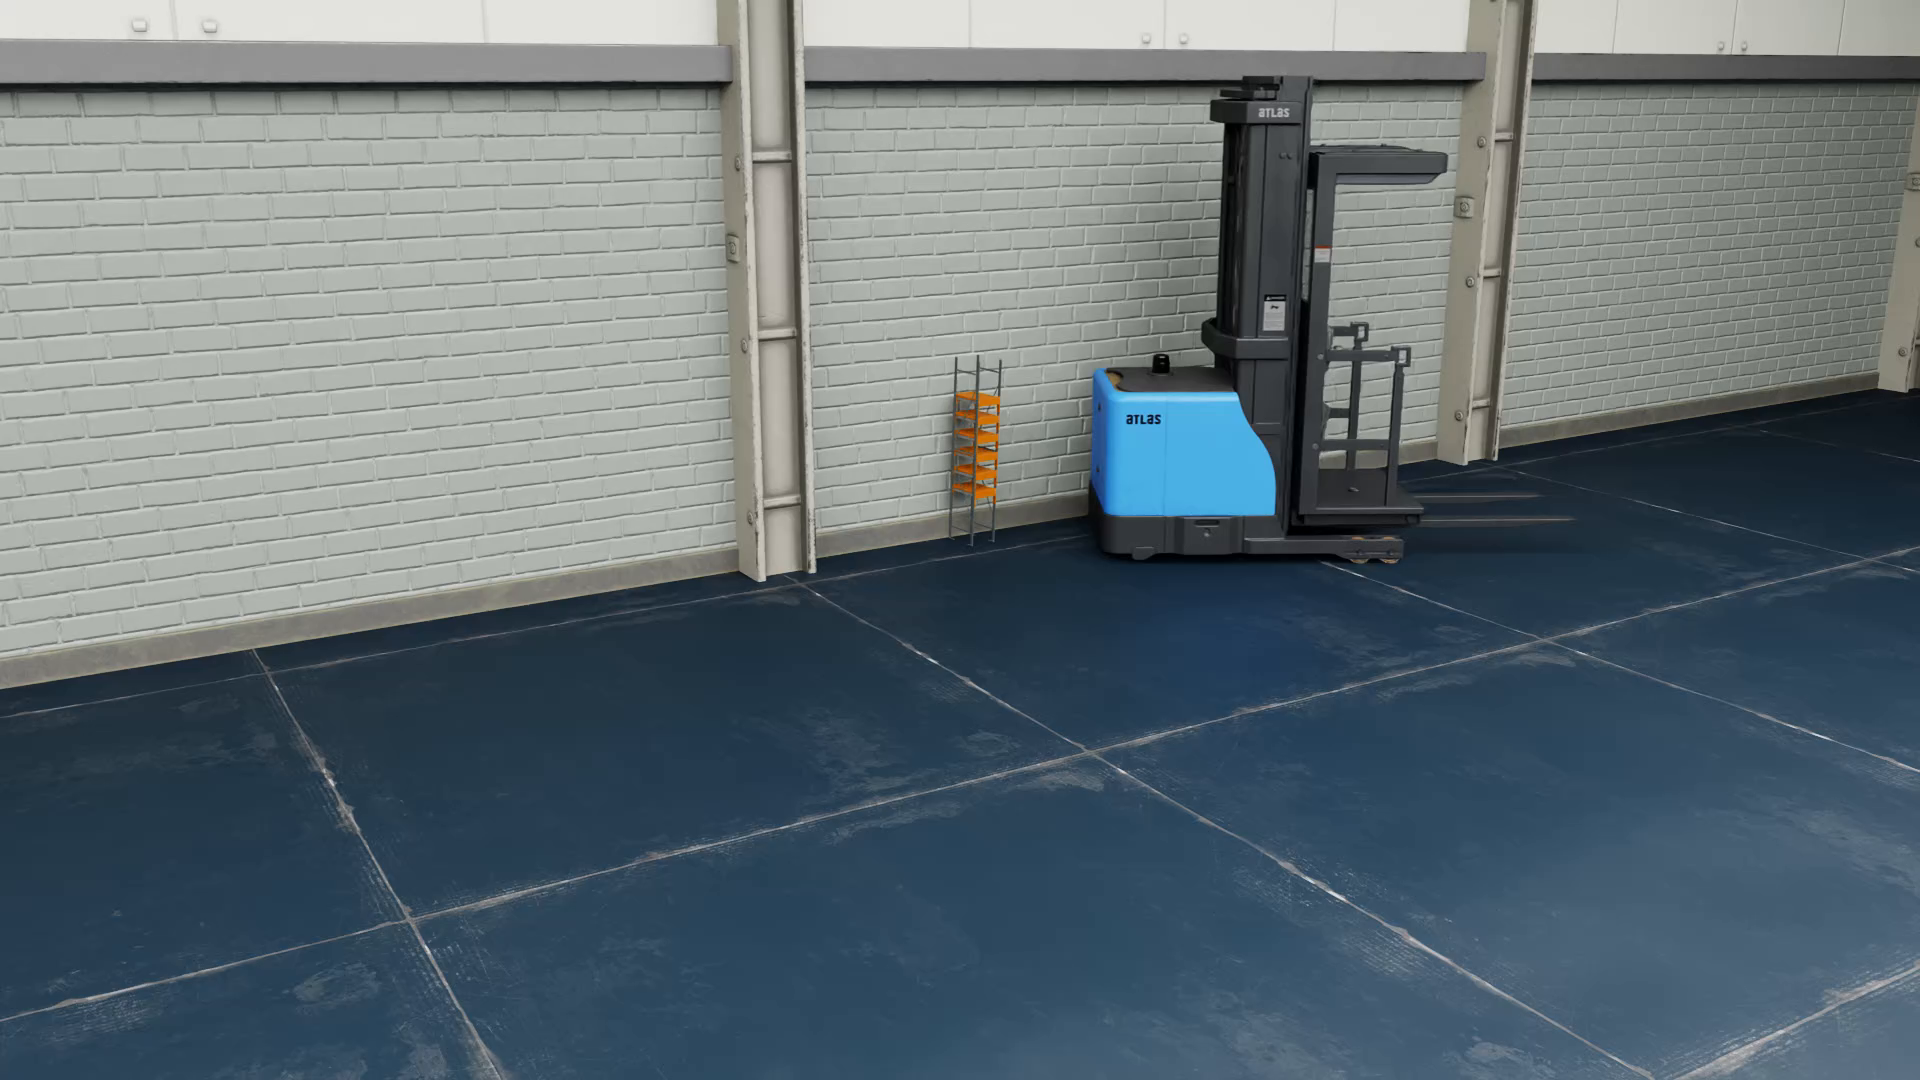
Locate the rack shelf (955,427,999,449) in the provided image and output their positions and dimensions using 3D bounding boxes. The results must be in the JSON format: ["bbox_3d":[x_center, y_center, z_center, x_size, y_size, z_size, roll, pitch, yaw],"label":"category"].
[{"bbox_3d":[0.098,-0.649,10.702,0.180,0.103,0.258,-11,20,-39],"label":"rack shelf"}]

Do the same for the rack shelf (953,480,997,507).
[{"bbox_3d":[0.085,-0.302,10.798,0.180,0.103,0.258,-11,20,-39],"label":"rack shelf"}]

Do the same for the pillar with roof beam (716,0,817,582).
[{"bbox_3d":[1.091,-3.148,5.467,0.400,9.000,9.100,-9,18,-30],"label":"pillar with roof beam"}]

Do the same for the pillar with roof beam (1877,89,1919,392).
[{"bbox_3d":[11.377,-4.816,11.418,0.400,9.000,9.100,-9,18,-30],"label":"pillar with roof beam"}]

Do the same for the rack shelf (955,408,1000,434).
[{"bbox_3d":[0.103,-0.765,10.670,0.180,0.103,0.258,-11,20,-39],"label":"rack shelf"}]

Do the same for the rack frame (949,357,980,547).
[{"bbox_3d":[0.026,-0.563,10.665,0.006,1.200,0.240,-11,20,-39],"label":"rack frame"}]

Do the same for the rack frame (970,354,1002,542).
[{"bbox_3d":[0.166,-0.590,10.780,0.006,1.200,0.240,-11,20,-39],"label":"rack frame"}]

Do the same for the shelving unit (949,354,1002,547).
[{"bbox_3d":[0.096,-0.576,10.722,0.189,1.200,0.258,-11,20,-39],"label":"shelving unit"}]

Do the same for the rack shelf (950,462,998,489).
[{"bbox_3d":[0.090,-0.418,10.766,0.180,0.103,0.258,-11,20,-39],"label":"rack shelf"}]

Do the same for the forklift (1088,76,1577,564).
[{"bbox_3d":[2.392,-1.406,10.497,3.031,2.935,1.130,0,16,-1],"label":"forklift"}]

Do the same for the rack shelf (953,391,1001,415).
[{"bbox_3d":[0.107,-0.880,10.638,0.180,0.103,0.258,-11,20,-39],"label":"rack shelf"}]

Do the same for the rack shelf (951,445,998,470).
[{"bbox_3d":[0.094,-0.533,10.734,0.180,0.103,0.258,-11,20,-39],"label":"rack shelf"}]

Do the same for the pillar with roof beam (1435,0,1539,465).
[{"bbox_3d":[6.234,-3.982,8.442,0.400,9.000,9.100,-9,18,-30],"label":"pillar with roof beam"}]
